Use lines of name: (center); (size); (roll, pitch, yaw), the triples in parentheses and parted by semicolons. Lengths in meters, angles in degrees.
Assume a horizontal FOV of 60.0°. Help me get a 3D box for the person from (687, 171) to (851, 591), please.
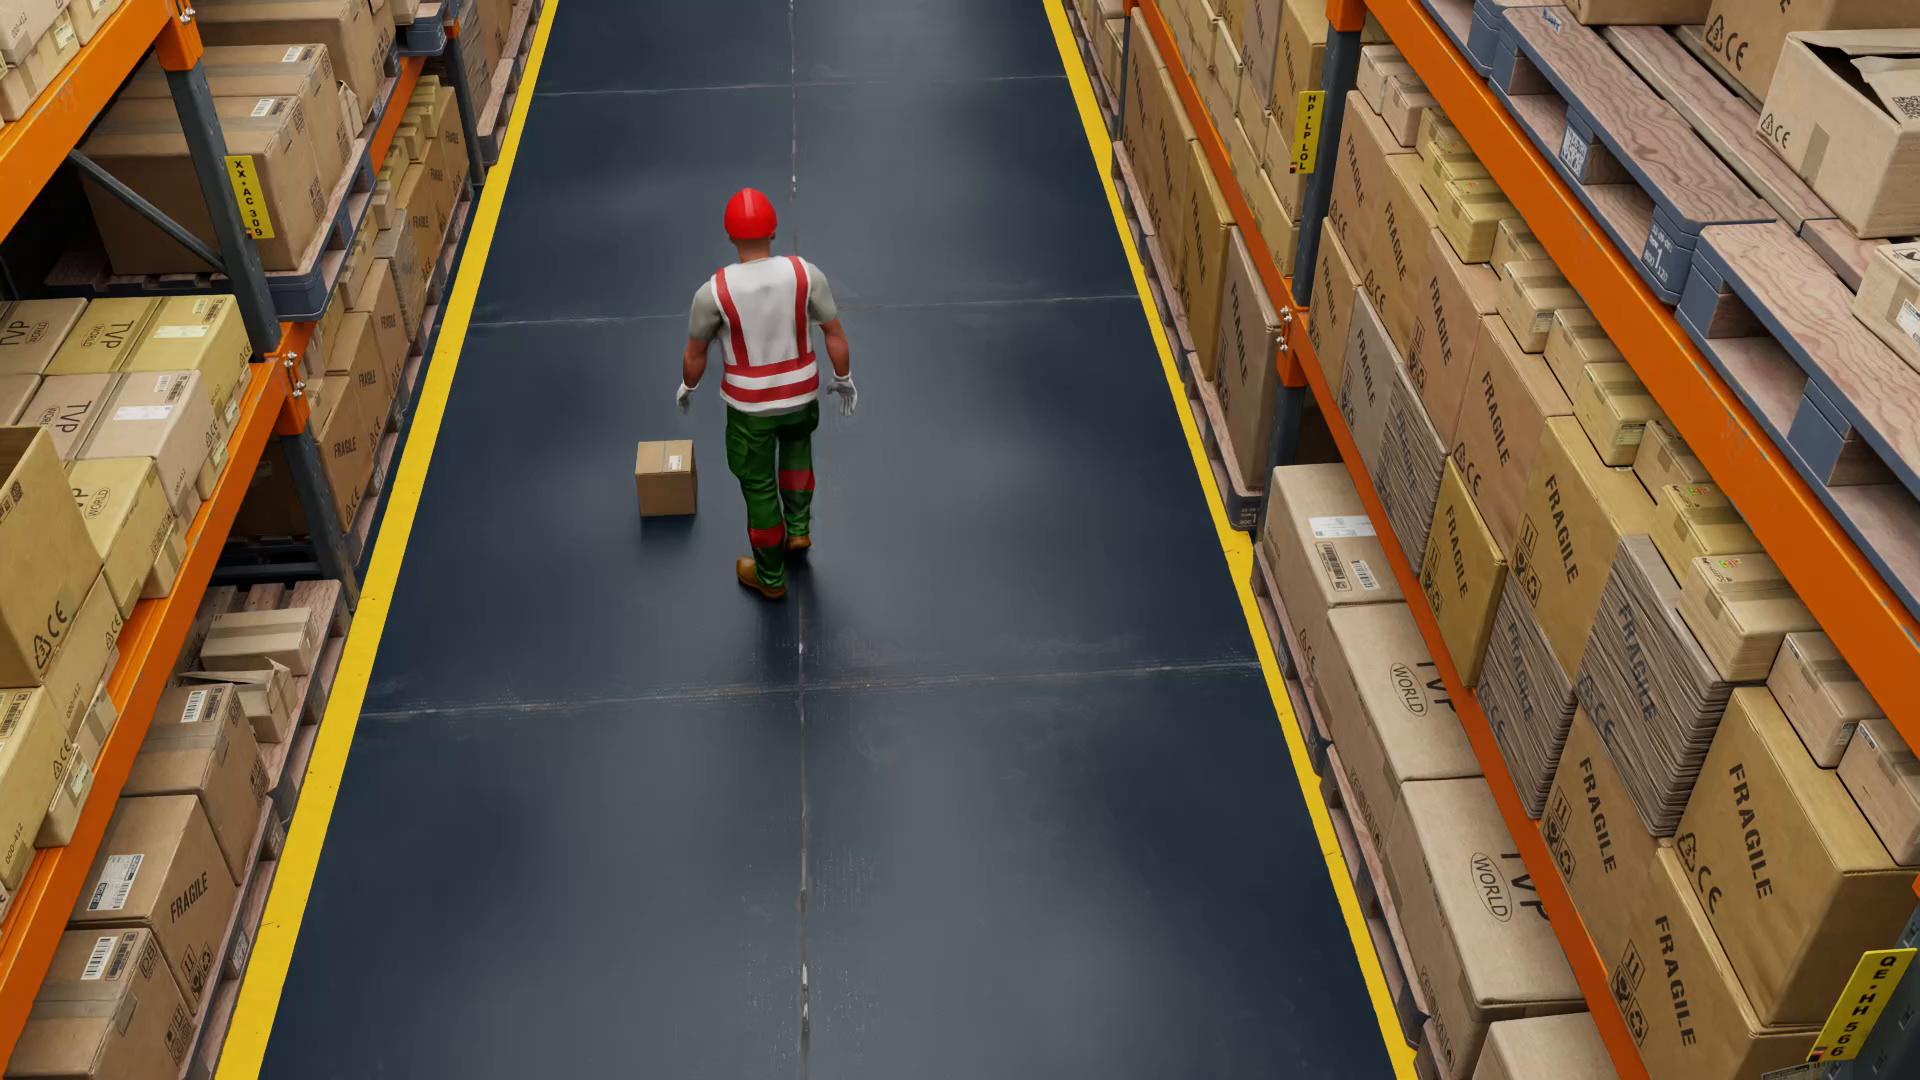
person: (-0.819, -0.751, 7.076); (0.654, 1.732, 1.078); (-8, 39, -10)
